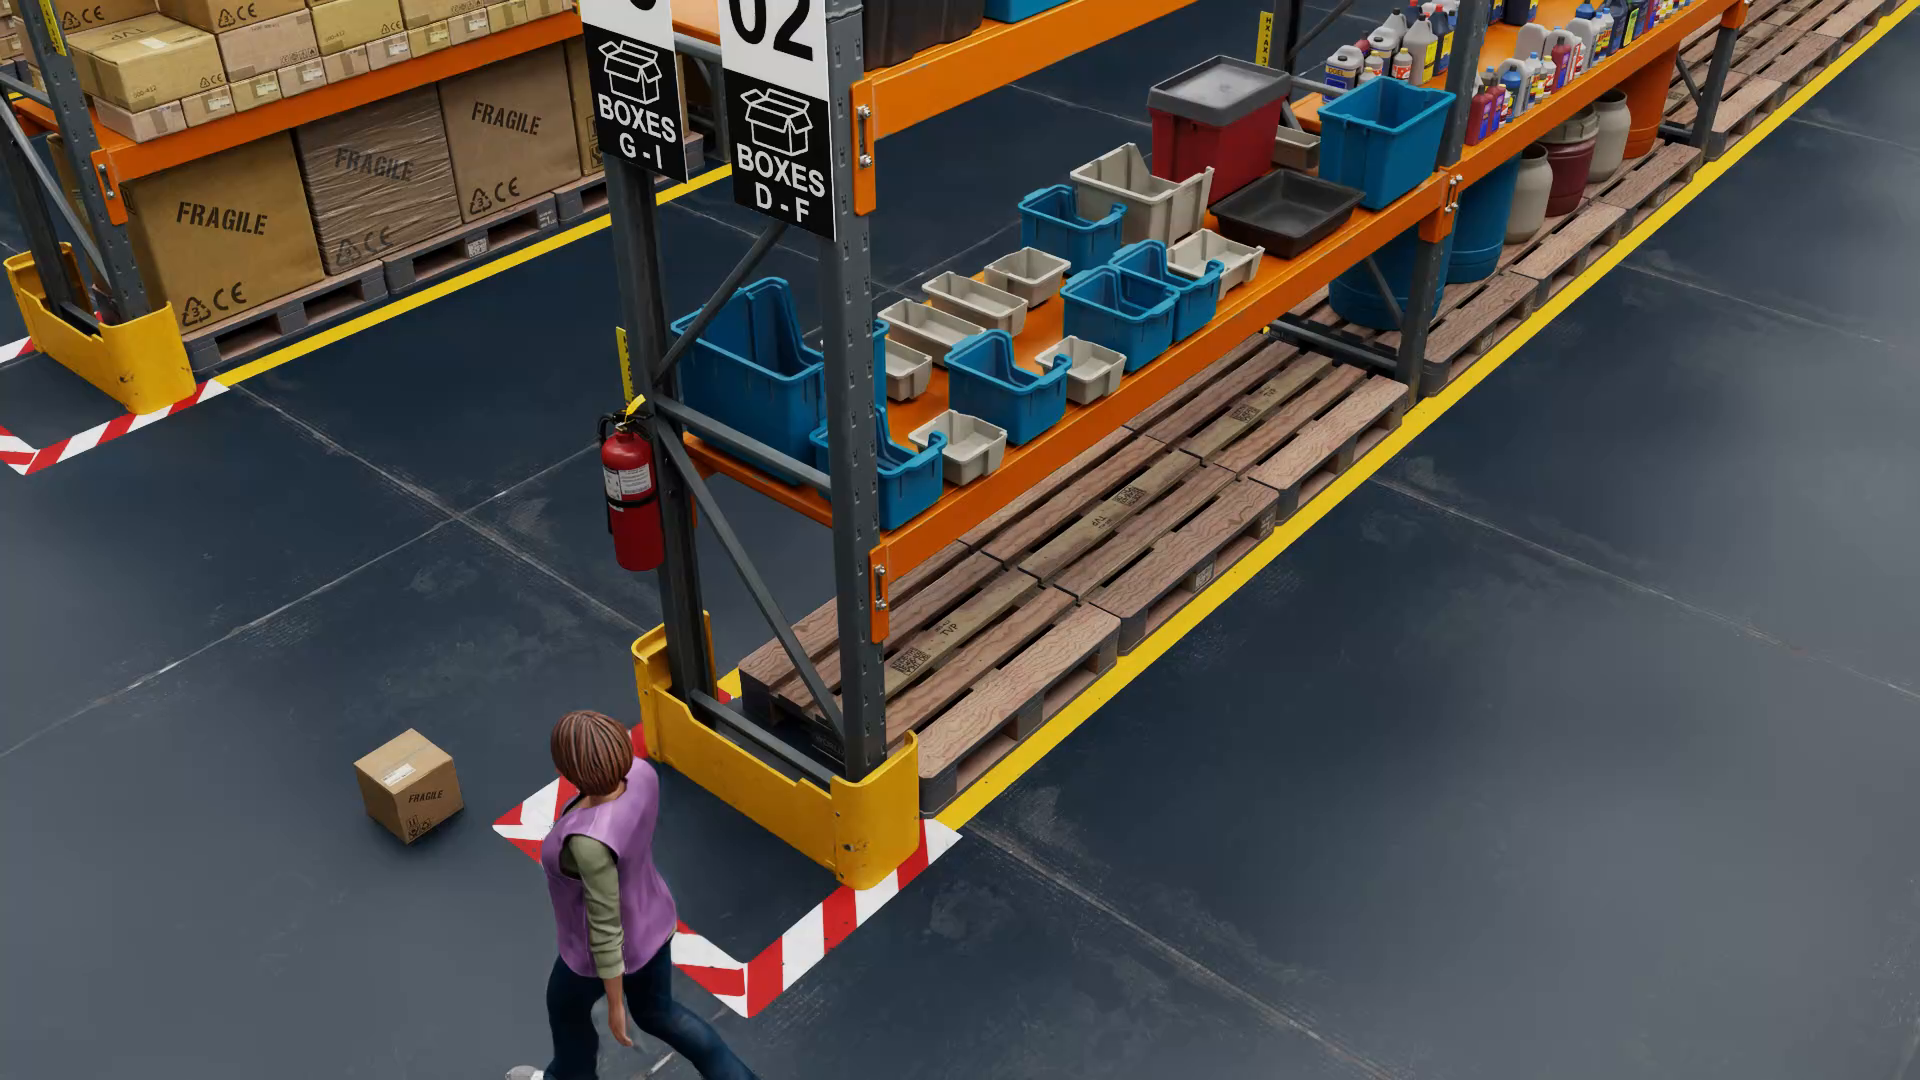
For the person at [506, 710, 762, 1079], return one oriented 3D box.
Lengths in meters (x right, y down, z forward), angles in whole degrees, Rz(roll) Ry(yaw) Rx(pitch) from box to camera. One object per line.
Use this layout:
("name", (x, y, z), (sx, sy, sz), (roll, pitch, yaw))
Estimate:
("person", (-0.959, 1.104, 4.611), (0.876, 1.545, 0.479), (12, 37, 16))
